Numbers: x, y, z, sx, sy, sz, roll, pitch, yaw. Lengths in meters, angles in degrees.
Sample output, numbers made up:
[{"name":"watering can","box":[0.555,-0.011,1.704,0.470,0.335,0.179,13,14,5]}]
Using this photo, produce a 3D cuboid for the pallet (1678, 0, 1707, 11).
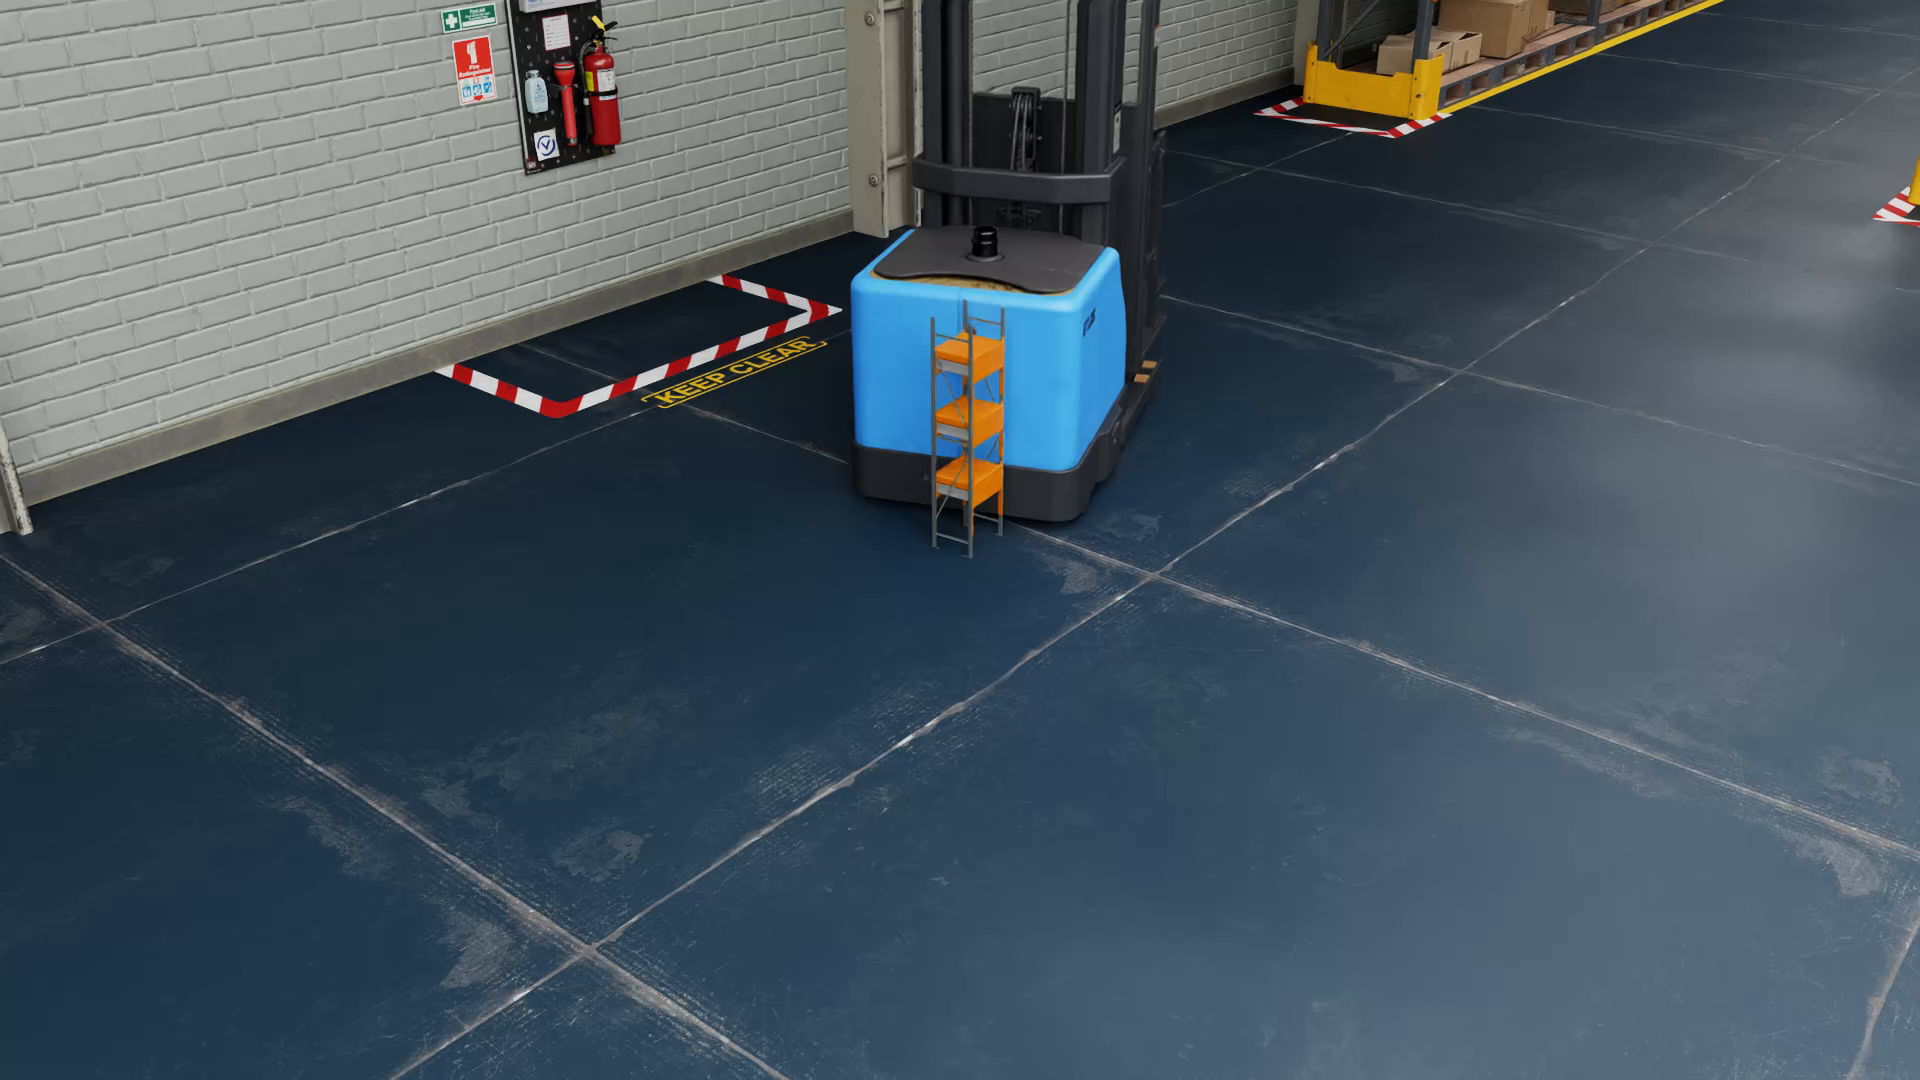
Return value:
[{"name":"pallet","box":[8.123,-6.421,19.432,1.003,0.211,1.213,21,34,34]}]

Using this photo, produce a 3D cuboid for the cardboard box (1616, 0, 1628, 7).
[{"name":"cardboard box","box":[6.823,-6.067,17.954,0.700,0.500,0.500,20,33,33]}]

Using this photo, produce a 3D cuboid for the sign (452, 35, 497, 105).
[{"name":"sign","box":[-2.538,-2.458,8.698,0.001,0.329,0.234,21,34,34]}]

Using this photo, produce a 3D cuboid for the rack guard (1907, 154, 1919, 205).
[{"name":"rack guard","box":[7.343,-2.534,11.605,1.175,0.500,0.348,21,34,34]}]

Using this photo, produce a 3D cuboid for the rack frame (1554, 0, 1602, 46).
[{"name":"rack frame","box":[6.077,-6.518,16.584,1.000,3.000,0.127,21,34,34]}]

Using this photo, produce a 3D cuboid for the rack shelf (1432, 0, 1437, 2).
[{"name":"rack shelf","box":[4.805,-5.489,15.379,1.077,0.370,4.000,21,34,34]}]

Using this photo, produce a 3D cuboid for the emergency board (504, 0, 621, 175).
[{"name":"emergency board","box":[-2.107,-2.608,9.027,0.194,1.169,0.643,21,34,34]}]

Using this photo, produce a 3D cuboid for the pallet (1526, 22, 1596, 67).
[{"name":"pallet","box":[5.677,-5.031,16.745,1.003,0.211,1.213,21,34,34]}]

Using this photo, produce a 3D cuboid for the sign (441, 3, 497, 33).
[{"name":"sign","box":[-2.528,-2.693,8.575,0.001,0.109,0.331,21,34,34]}]

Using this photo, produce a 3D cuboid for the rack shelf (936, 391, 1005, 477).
[{"name":"rack shelf","box":[0.033,-0.448,6.996,0.215,0.259,0.240,17,32,29]}]

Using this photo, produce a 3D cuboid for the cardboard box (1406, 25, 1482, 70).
[{"name":"cardboard box","box":[4.405,-4.522,15.174,0.500,0.311,0.500,24,36,38]}]

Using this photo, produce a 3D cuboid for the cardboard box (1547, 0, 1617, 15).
[{"name":"cardboard box","box":[6.533,-5.869,17.572,0.700,0.500,0.500,22,35,36]}]

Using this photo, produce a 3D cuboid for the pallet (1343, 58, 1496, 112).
[{"name":"pallet","box":[4.125,-4.166,15.073,1.003,0.211,1.213,21,34,34]}]

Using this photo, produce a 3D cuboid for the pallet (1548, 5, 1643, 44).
[{"name":"pallet","box":[6.571,-5.556,17.760,1.003,0.211,1.213,21,34,34]}]

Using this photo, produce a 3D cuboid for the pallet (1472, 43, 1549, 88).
[{"name":"pallet","box":[4.902,-4.596,15.905,1.003,0.211,1.213,21,34,34]}]

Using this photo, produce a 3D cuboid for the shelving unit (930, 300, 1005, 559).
[{"name":"shelving unit","box":[0.033,-0.457,6.991,0.215,1.050,0.252,17,32,29]}]

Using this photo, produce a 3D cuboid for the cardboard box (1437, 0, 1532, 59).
[{"name":"cardboard box","box":[4.910,-4.851,15.605,0.700,0.500,0.500,18,33,31]}]

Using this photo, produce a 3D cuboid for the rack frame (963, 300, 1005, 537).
[{"name":"rack frame","box":[0.099,-0.504,7.082,0.200,1.050,0.008,17,32,29]}]

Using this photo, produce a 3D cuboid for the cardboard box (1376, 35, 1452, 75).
[{"name":"cardboard box","box":[4.043,-4.320,14.783,0.500,0.311,0.500,17,32,29]}]

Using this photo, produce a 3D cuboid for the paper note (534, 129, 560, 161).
[{"name":"paper note","box":[-2.273,-2.174,9.147,0.016,0.148,0.142,21,34,34]}]

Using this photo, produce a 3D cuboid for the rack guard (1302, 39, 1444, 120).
[{"name":"rack guard","box":[3.581,-4.016,14.469,1.175,0.500,0.348,21,34,34]}]

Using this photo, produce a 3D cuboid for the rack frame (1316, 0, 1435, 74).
[{"name":"rack frame","box":[3.533,-5.100,13.843,1.000,3.000,0.127,21,34,34]}]

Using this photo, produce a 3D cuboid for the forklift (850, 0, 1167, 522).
[{"name":"forklift","box":[0.437,-2.040,8.003,1.130,2.935,3.031,8,28,15]}]

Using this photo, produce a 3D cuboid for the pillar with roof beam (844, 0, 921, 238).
[{"name":"pillar with roof beam","box":[2.816,-4.880,6.889,9.100,9.000,0.400,21,34,34]}]

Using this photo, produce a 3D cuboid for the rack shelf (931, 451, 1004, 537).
[{"name":"rack shelf","box":[0.033,-0.201,7.124,0.215,0.259,0.240,17,32,29]}]

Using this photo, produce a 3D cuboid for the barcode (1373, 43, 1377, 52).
[{"name":"barcode","box":[3.746,-4.447,15.019,0.001,0.075,0.075,21,34,34]}]

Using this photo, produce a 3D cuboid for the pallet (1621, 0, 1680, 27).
[{"name":"pallet","box":[7.347,-5.990,18.599,1.003,0.211,1.213,21,34,34]}]

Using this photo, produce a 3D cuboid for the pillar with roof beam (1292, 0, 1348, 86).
[{"name":"pillar with roof beam","box":[6.633,-7.007,11.001,9.100,9.000,0.400,21,34,34]}]

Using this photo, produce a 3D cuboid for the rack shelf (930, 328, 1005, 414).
[{"name":"rack shelf","box":[0.033,-0.700,6.866,0.215,0.259,0.240,17,32,29]}]

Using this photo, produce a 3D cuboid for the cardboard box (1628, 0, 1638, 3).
[{"name":"cardboard box","box":[7.178,-6.236,18.281,0.700,0.500,0.500,21,34,35]}]

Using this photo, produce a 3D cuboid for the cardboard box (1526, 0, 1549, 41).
[{"name":"cardboard box","box":[5.448,-5.223,16.324,0.500,0.500,0.500,18,32,31]}]

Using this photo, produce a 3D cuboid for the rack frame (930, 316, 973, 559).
[{"name":"rack frame","box":[-0.034,-0.410,6.900,0.200,1.050,0.008,17,32,29]}]

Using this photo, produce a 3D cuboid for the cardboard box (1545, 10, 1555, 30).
[{"name":"cardboard box","box":[5.760,-5.256,16.751,0.380,0.166,0.250,16,31,28]}]
